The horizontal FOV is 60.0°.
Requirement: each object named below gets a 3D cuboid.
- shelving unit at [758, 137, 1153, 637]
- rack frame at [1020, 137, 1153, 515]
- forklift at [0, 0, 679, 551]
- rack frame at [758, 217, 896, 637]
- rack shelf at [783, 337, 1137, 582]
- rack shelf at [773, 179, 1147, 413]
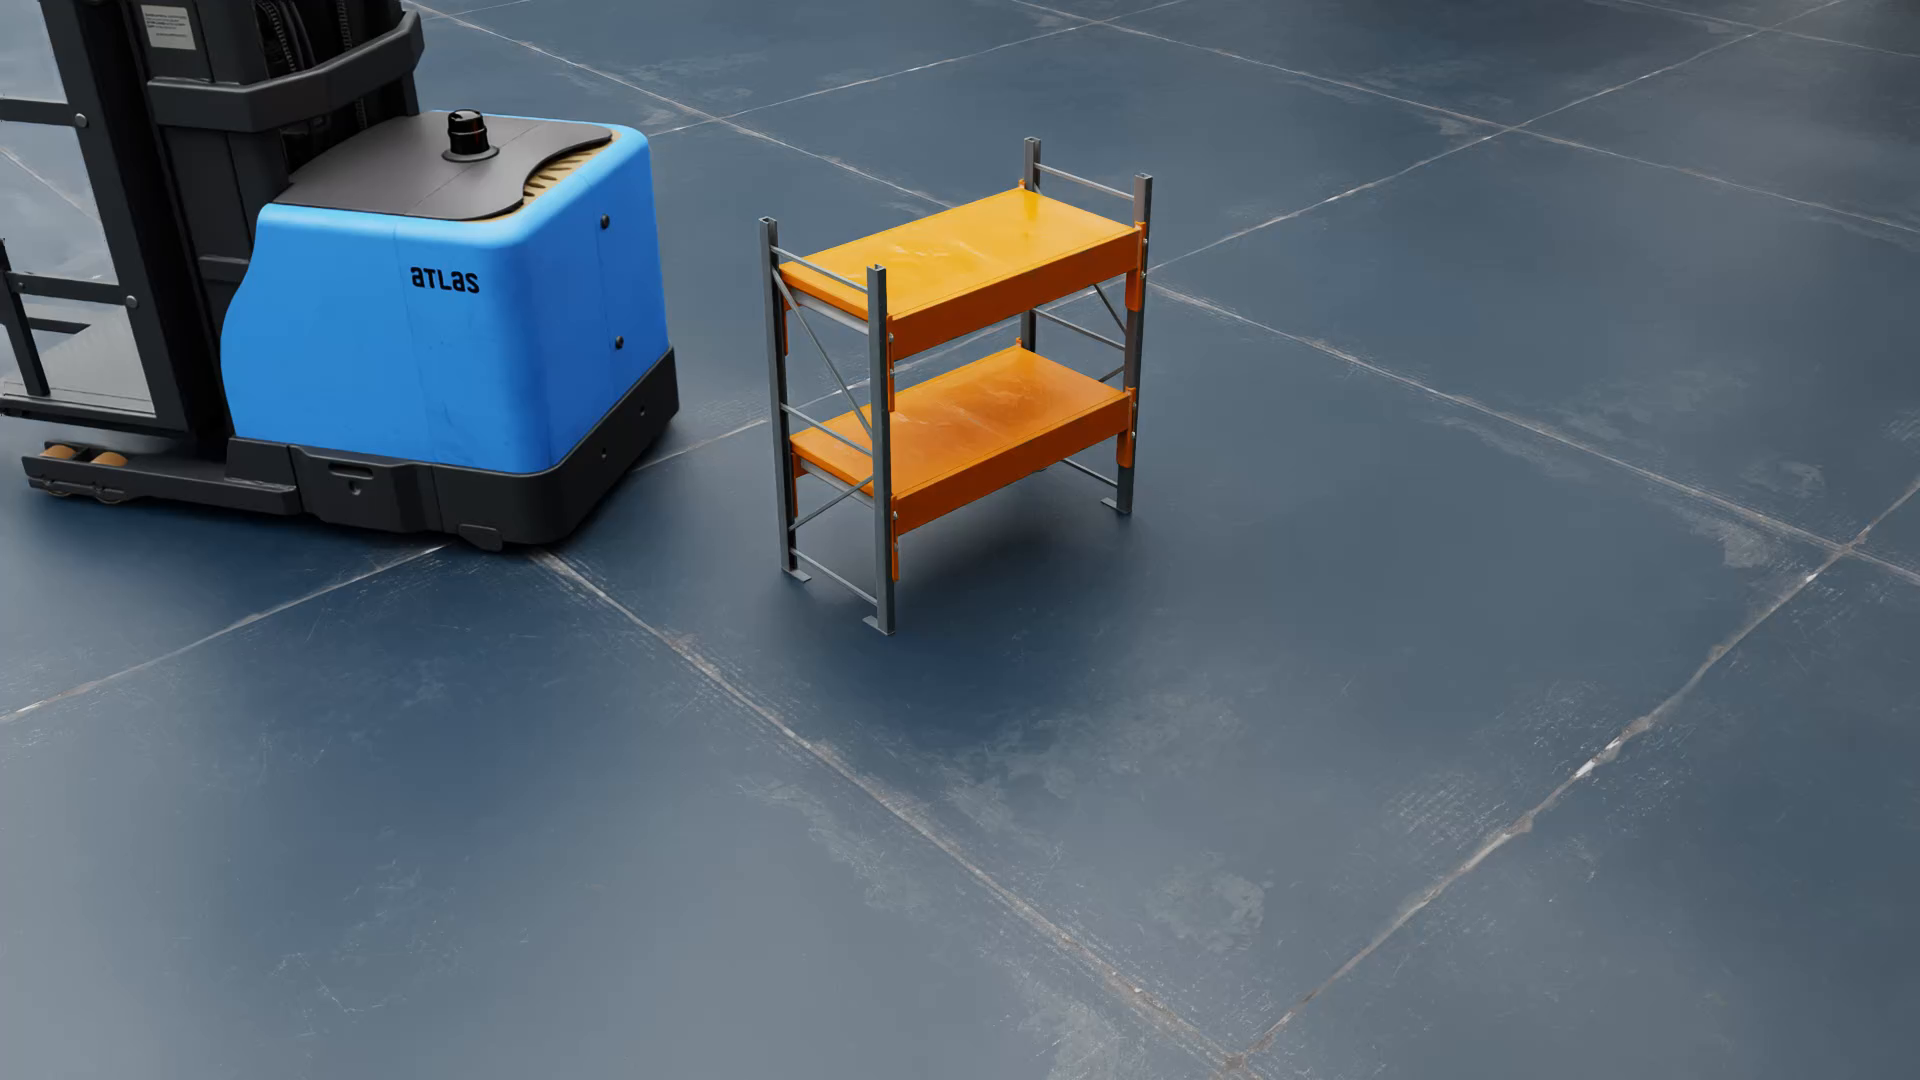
[{"bbox_3d":[0.005,-0.482,4.960,1.048,1.125,0.538,-26,40,-35],"label":"shelving unit"},{"bbox_3d":[0.378,-0.663,5.255,0.032,1.125,0.500,-26,40,-35],"label":"rack frame"},{"bbox_3d":[-2.565,-1.625,5.097,3.031,2.935,1.130,8,32,12],"label":"forklift"},{"bbox_3d":[-0.368,-0.302,4.666,0.032,1.125,0.500,-26,40,-35],"label":"rack frame"},{"bbox_3d":[0.005,-0.274,5.088,1.000,0.278,0.538,-26,40,-35],"label":"rack shelf"},{"bbox_3d":[0.005,-0.732,4.808,1.000,0.278,0.538,-26,40,-35],"label":"rack shelf"}]
